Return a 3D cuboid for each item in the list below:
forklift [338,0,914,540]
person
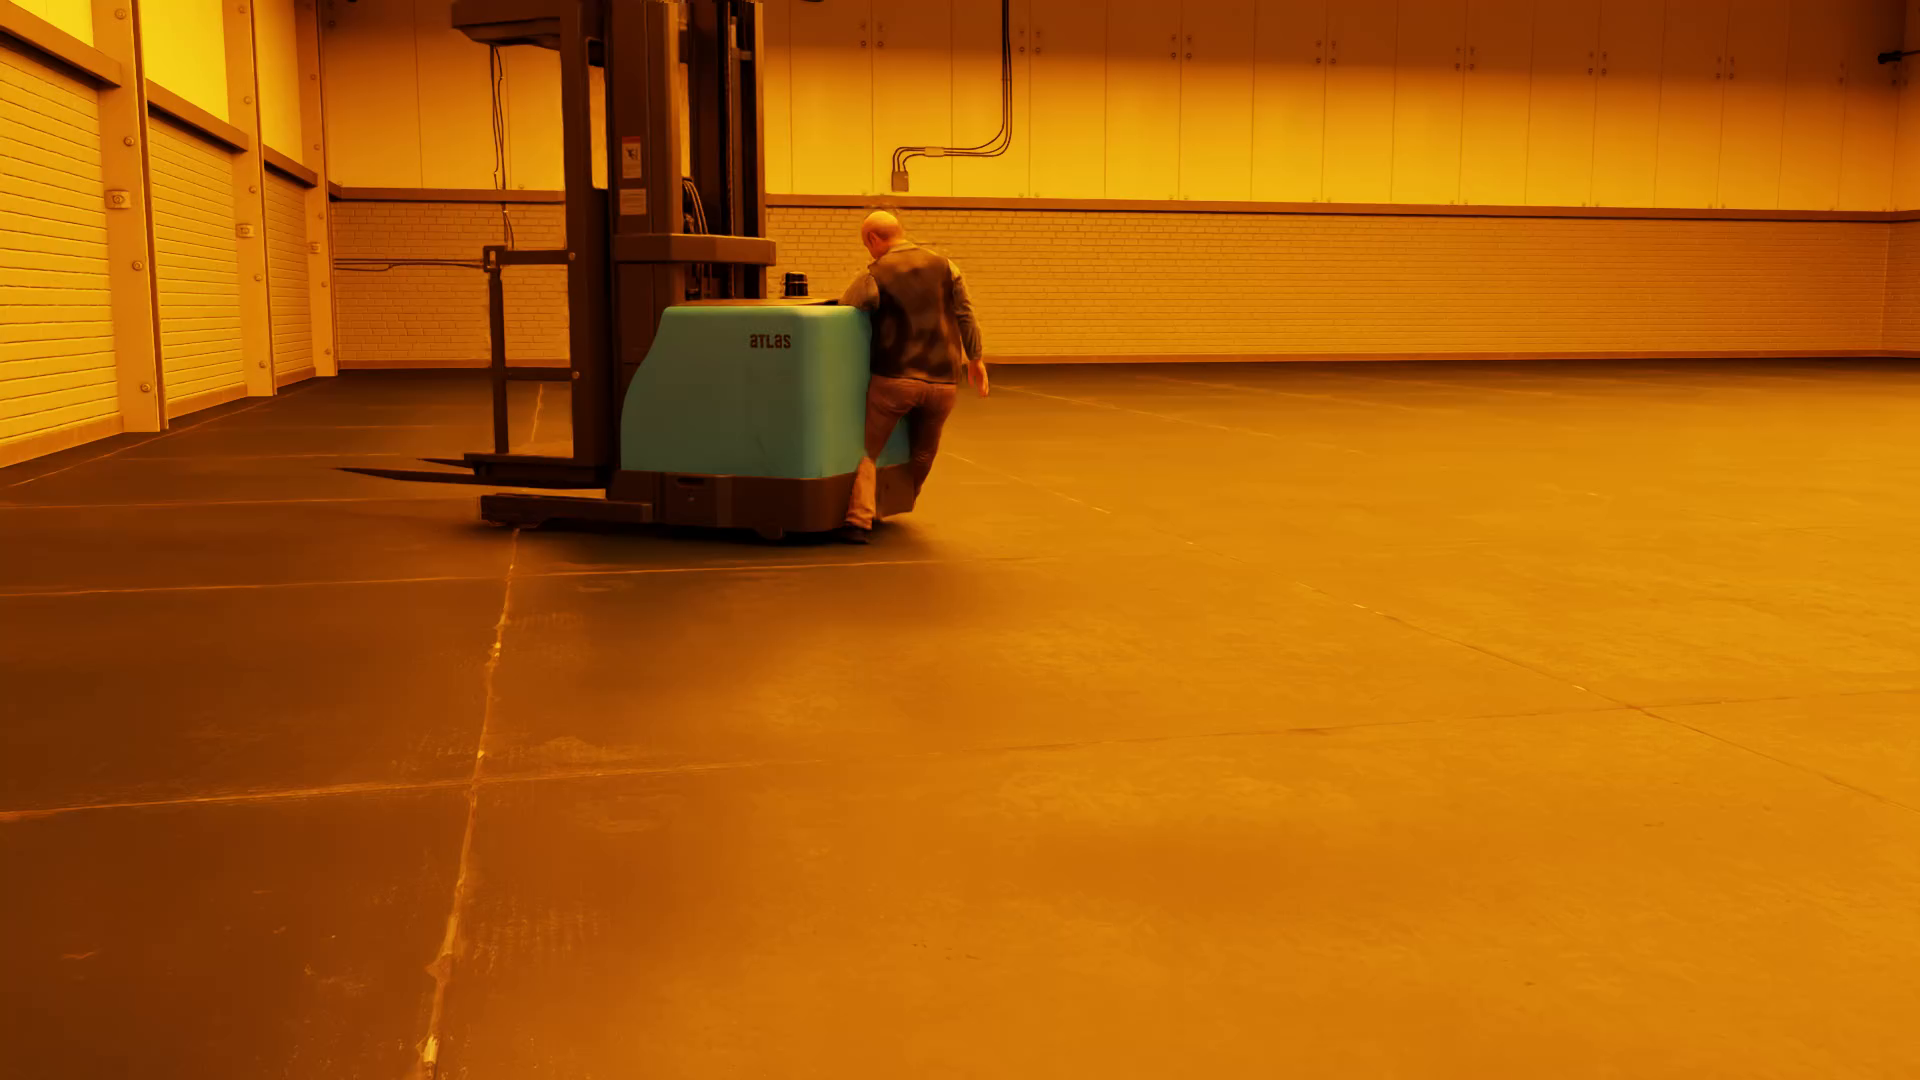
[{"bbox_3d":[-1.788,-1.563,8.303,3.031,2.935,1.130,4,9,25],"label":"forklift"},{"bbox_3d":[-0.331,-0.810,8.087,0.879,1.530,1.124,-3,9,-22],"label":"person"}]
